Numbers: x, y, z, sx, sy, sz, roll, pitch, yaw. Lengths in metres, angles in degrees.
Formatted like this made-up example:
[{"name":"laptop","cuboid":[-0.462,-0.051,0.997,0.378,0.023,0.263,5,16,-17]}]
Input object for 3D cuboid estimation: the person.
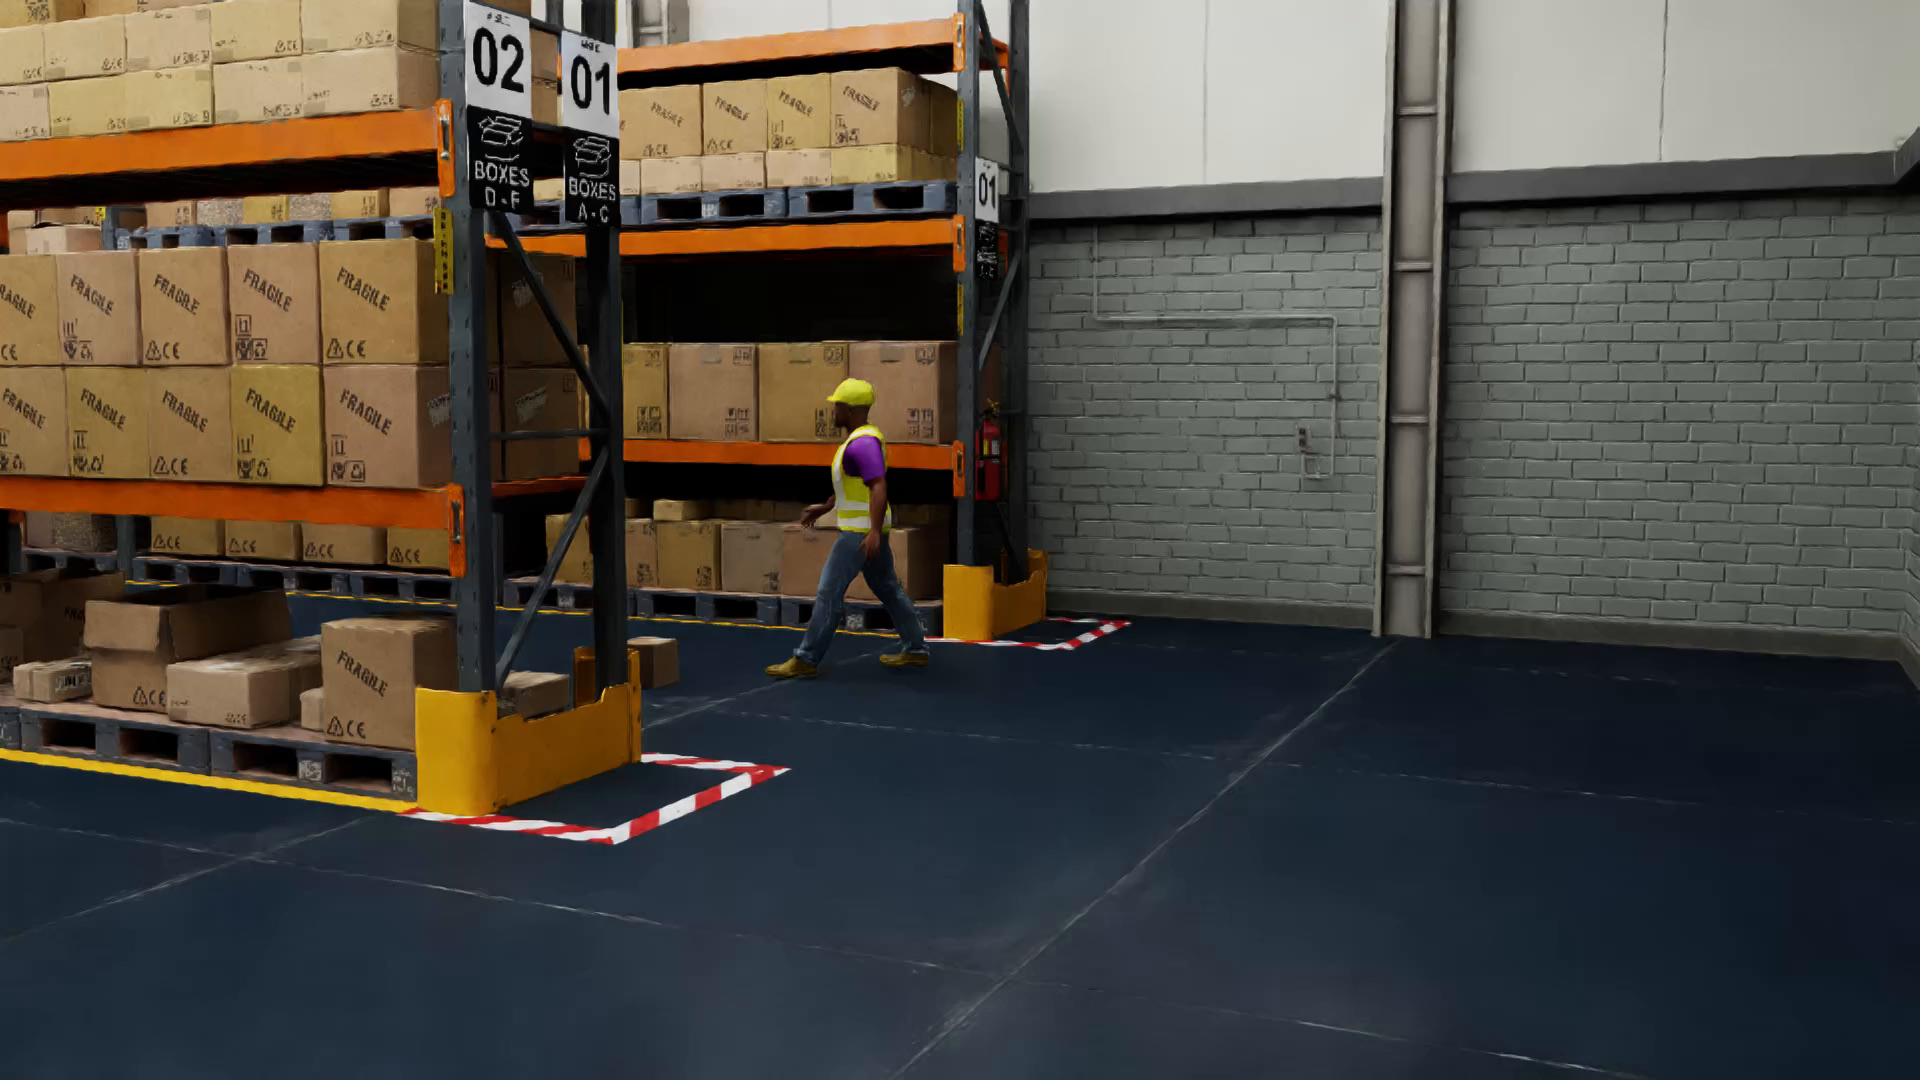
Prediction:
[{"name":"person","cuboid":[-0.657,-0.070,9.674,0.965,1.725,0.774,0,6,-1]}]
